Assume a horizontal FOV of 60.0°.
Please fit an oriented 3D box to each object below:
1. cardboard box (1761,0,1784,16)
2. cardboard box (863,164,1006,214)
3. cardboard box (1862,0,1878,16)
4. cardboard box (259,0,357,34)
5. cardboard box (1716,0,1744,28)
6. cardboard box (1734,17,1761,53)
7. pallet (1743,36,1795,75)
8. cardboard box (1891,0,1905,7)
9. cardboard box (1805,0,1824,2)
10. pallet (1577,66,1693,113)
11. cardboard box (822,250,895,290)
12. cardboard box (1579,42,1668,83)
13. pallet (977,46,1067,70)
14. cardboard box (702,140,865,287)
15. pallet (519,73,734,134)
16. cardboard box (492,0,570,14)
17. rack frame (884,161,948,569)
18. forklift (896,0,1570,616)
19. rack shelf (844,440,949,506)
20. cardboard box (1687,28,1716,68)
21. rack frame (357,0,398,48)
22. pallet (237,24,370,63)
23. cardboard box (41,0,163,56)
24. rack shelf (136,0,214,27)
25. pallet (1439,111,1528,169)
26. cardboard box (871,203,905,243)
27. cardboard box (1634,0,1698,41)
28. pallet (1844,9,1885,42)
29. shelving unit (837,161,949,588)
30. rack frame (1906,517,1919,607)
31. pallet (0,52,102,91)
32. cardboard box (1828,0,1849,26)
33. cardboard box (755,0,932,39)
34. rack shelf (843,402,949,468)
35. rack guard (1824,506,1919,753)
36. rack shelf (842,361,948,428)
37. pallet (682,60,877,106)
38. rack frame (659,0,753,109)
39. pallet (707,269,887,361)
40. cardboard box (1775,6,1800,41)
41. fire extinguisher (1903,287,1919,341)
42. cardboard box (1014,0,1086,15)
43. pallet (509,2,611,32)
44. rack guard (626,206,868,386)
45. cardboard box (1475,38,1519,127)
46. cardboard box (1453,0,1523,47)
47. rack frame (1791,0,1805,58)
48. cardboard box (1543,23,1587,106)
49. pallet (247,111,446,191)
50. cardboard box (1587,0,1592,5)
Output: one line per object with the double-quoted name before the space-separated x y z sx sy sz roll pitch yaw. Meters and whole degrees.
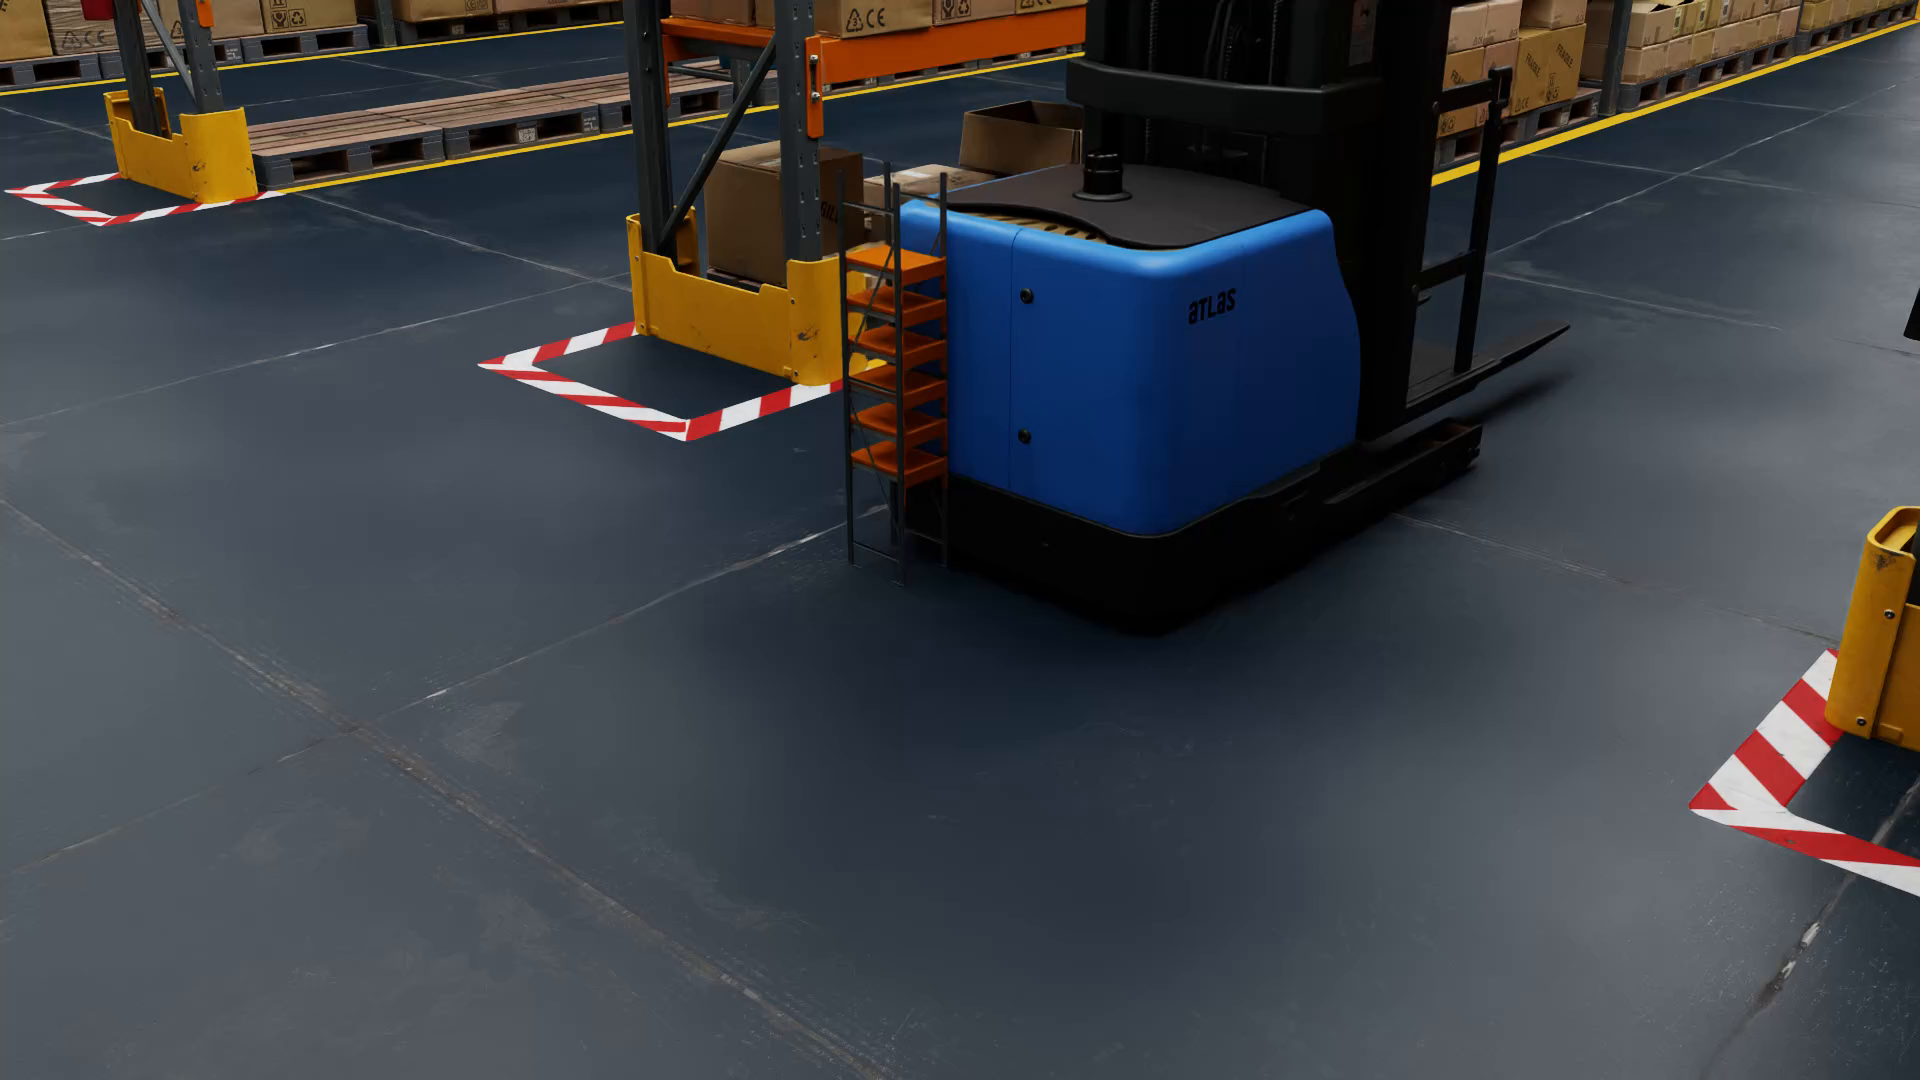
"cardboard box" 6.658 -4.645 14.105 0.500 0.311 0.500 21 32 39
"cardboard box" -0.116 -1.618 8.015 0.500 0.250 0.500 20 31 38
"cardboard box" 8.597 -5.265 16.174 0.500 0.250 0.500 20 31 38
"cardboard box" -6.157 -5.125 15.098 0.875 0.875 0.875 20 31 38
"cardboard box" 5.985 -4.341 13.428 0.500 0.311 0.500 20 31 37
"cardboard box" 6.316 -4.235 13.878 0.500 0.250 0.500 21 32 39
"pallet" 6.594 -4.306 14.596 1.003 0.211 1.213 20 31 38
"cardboard box" 9.264 -5.570 16.853 0.500 0.250 0.500 20 31 38
"cardboard box" 7.600 -5.149 14.998 0.500 0.500 0.500 20 31 38
"pallet" 4.966 -3.563 12.938 1.003 0.211 1.213 20 31 38
"cardboard box" -0.416 -1.091 6.964 0.380 0.149 0.250 20 31 38
"cardboard box" 4.956 -3.611 12.485 0.500 0.250 0.500 20 31 37
"pallet" 0.206 -4.425 14.860 1.003 0.211 1.213 20 31 38
"cardboard box" -0.772 -1.451 7.337 0.500 0.500 0.500 20 31 38
"pallet" -2.430 -3.223 12.180 1.003 0.211 1.213 20 31 38
"cardboard box" -4.649 -5.777 16.553 1.225 0.875 0.875 19 30 36
"rack frame" -0.126 -0.493 4.884 0.240 1.200 0.006 21 31 38
"forklift" 1.164 -1.642 5.329 1.130 2.935 3.031 21 31 38
"rack shelf" -0.189 -0.206 4.939 0.258 0.103 0.180 21 31 38
"cardboard box" 5.633 -3.925 13.185 0.500 0.250 0.500 19 30 36
"rack frame" -5.657 -6.082 15.149 1.000 3.000 0.127 20 31 38
"pallet" -6.223 -4.600 15.251 1.003 0.211 1.213 20 31 38
"cardboard box" -7.352 -4.580 13.882 0.875 0.875 0.875 20 31 38
"rack shelf" -3.303 -3.792 10.921 1.077 0.370 4.000 20 31 38
"pallet" 3.047 -2.735 11.093 1.003 0.211 1.213 20 31 38
"cardboard box" -0.044 -1.344 7.405 0.500 0.250 0.500 20 31 38
"cardboard box" 5.300 -4.030 12.733 0.500 0.311 0.500 19 31 36
"pallet" 8.433 -5.146 16.468 1.003 0.211 1.213 20 31 38
"shelving unit" -0.189 -0.466 4.822 0.258 1.200 0.189 21 31 38
"rack frame" 2.740 -0.806 3.381 1.000 3.000 0.127 20 31 38
"pallet" -7.851 -3.856 13.593 1.003 0.211 1.213 20 31 38
"cardboard box" 7.930 -4.960 15.494 0.500 0.250 0.500 20 31 38
"cardboard box" -0.459 -2.266 6.516 0.500 0.500 0.500 21 32 39
"rack shelf" -0.189 -0.316 4.890 0.258 0.103 0.180 21 31 38
"rack guard" 2.724 0.342 3.877 1.175 0.500 0.348 20 31 38
"rack shelf" -0.189 -0.425 4.841 0.258 0.103 0.180 21 31 38
"pallet" -1.422 -3.681 13.202 1.003 0.211 1.213 20 31 38
"rack frame" -1.968 -4.730 12.133 1.000 3.000 0.127 20 31 38
"pallet" -0.370 -1.151 7.560 1.003 0.211 1.213 20 31 38
"cardboard box" 6.996 -4.545 14.568 0.500 0.250 0.500 20 31 37
"fire extinguisher" 2.295 -0.681 3.652 0.296 0.674 0.183 20 31 38
"cardboard box" 0.218 -2.577 7.209 0.500 0.500 0.500 20 31 37
"pallet" -4.384 -5.439 17.123 1.003 0.211 1.213 20 31 38
"rack guard" -0.901 -1.040 6.959 1.175 0.500 0.348 20 31 38
"cardboard box" 3.247 -2.987 10.763 0.500 0.500 0.500 19 30 36
"cardboard box" 3.224 -3.317 10.583 0.500 0.250 0.500 19 31 37
"rack frame" 7.057 -5.814 14.550 1.000 3.000 0.127 20 31 38
"cardboard box" 3.938 -3.306 11.475 0.500 0.500 0.500 22 32 39
"pallet" -4.059 -2.479 10.522 1.003 0.211 1.213 20 31 38
"cardboard box" 4.554 -4.015 12.700 0.500 0.311 0.500 21 32 39
